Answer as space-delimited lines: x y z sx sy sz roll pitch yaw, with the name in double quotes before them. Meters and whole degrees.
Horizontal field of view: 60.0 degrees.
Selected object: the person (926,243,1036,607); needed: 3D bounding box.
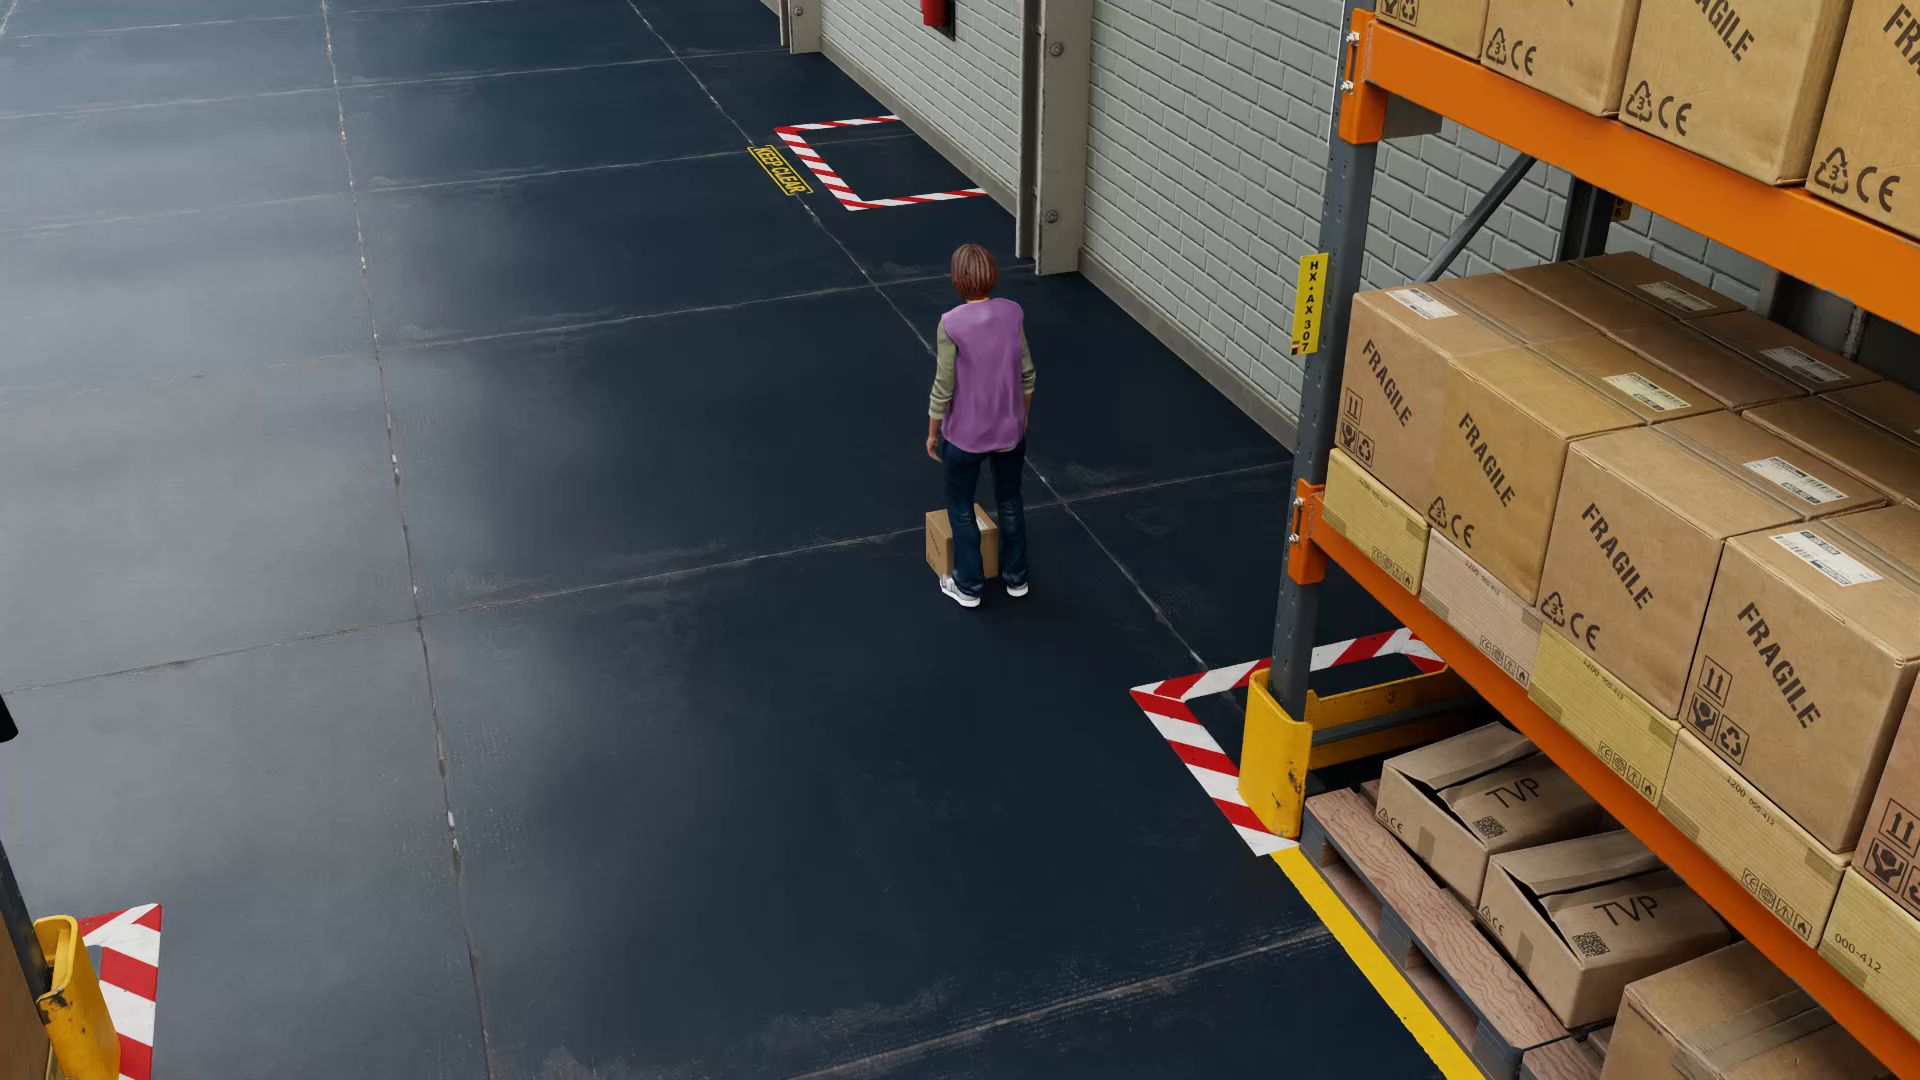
"person" 0.095 -0.449 6.910 0.483 1.594 0.340 -12 32 -20
